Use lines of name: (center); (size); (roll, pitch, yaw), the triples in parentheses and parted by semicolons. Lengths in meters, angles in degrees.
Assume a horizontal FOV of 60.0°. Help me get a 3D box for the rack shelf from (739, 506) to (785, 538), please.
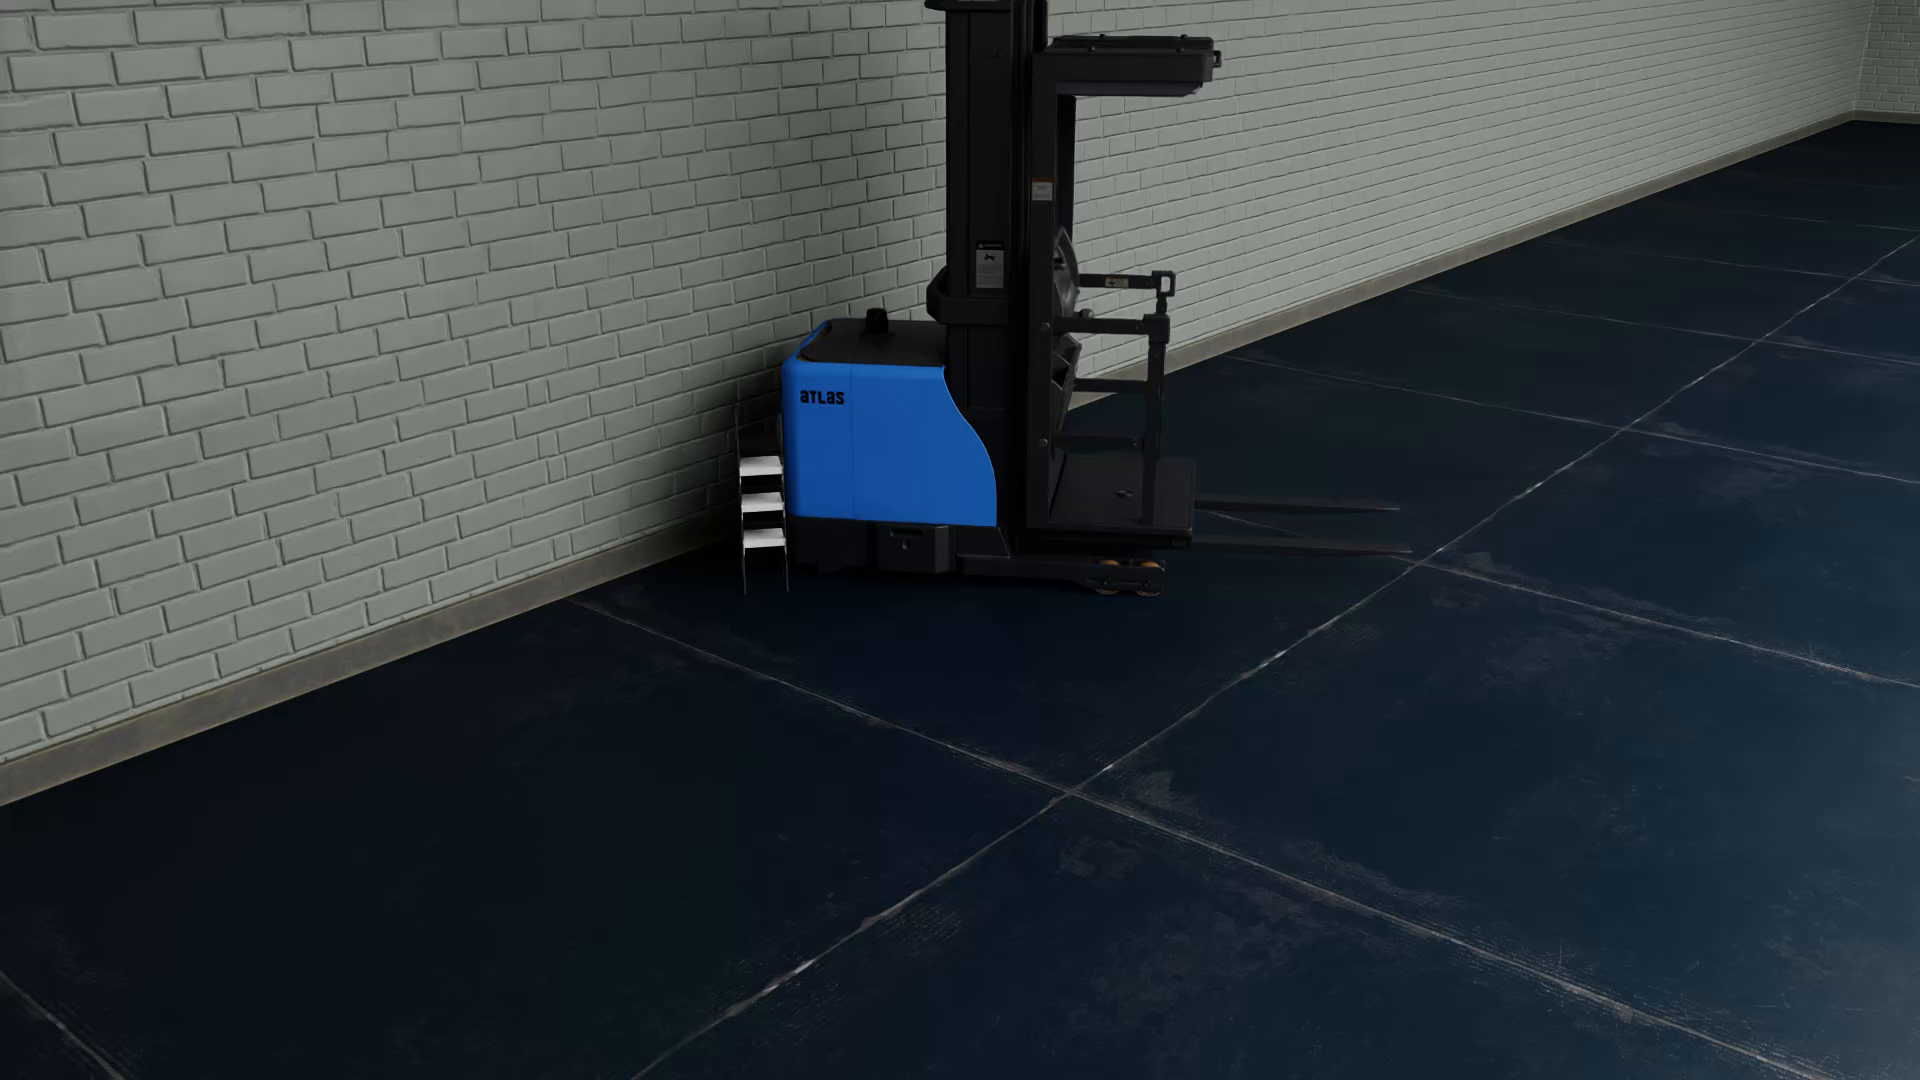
rack shelf: (-0.953, -0.094, 7.990); (0.200, 0.077, 0.258); (-4, 21, -10)

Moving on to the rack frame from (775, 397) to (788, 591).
rack frame: (-0.854, -0.216, 7.965); (0.006, 0.900, 0.240); (-4, 21, -10)

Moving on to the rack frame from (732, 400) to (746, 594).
rack frame: (-1.053, -0.202, 7.928); (0.006, 0.900, 0.240); (-4, 21, -10)

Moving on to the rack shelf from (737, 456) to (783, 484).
rack shelf: (-0.953, -0.346, 7.895); (0.200, 0.077, 0.258); (-4, 21, -10)

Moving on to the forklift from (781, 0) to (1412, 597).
forklift: (0.695, -1.299, 7.958); (3.031, 2.935, 1.130); (3, 21, 8)

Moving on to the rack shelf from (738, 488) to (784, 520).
rack shelf: (-0.953, -0.178, 7.958); (0.200, 0.077, 0.258); (-4, 21, -10)

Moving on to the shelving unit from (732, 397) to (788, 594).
shelving unit: (-0.953, -0.209, 7.947); (0.210, 0.900, 0.258); (-4, 21, -10)

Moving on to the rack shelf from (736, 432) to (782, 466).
rack shelf: (-0.954, -0.430, 7.863); (0.200, 0.077, 0.258); (-4, 21, -10)

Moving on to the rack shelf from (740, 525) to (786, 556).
rack shelf: (-0.953, -0.009, 8.022); (0.200, 0.077, 0.258); (-4, 21, -10)

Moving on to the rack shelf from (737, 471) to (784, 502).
rack shelf: (-0.953, -0.262, 7.927); (0.200, 0.077, 0.258); (-4, 21, -10)
